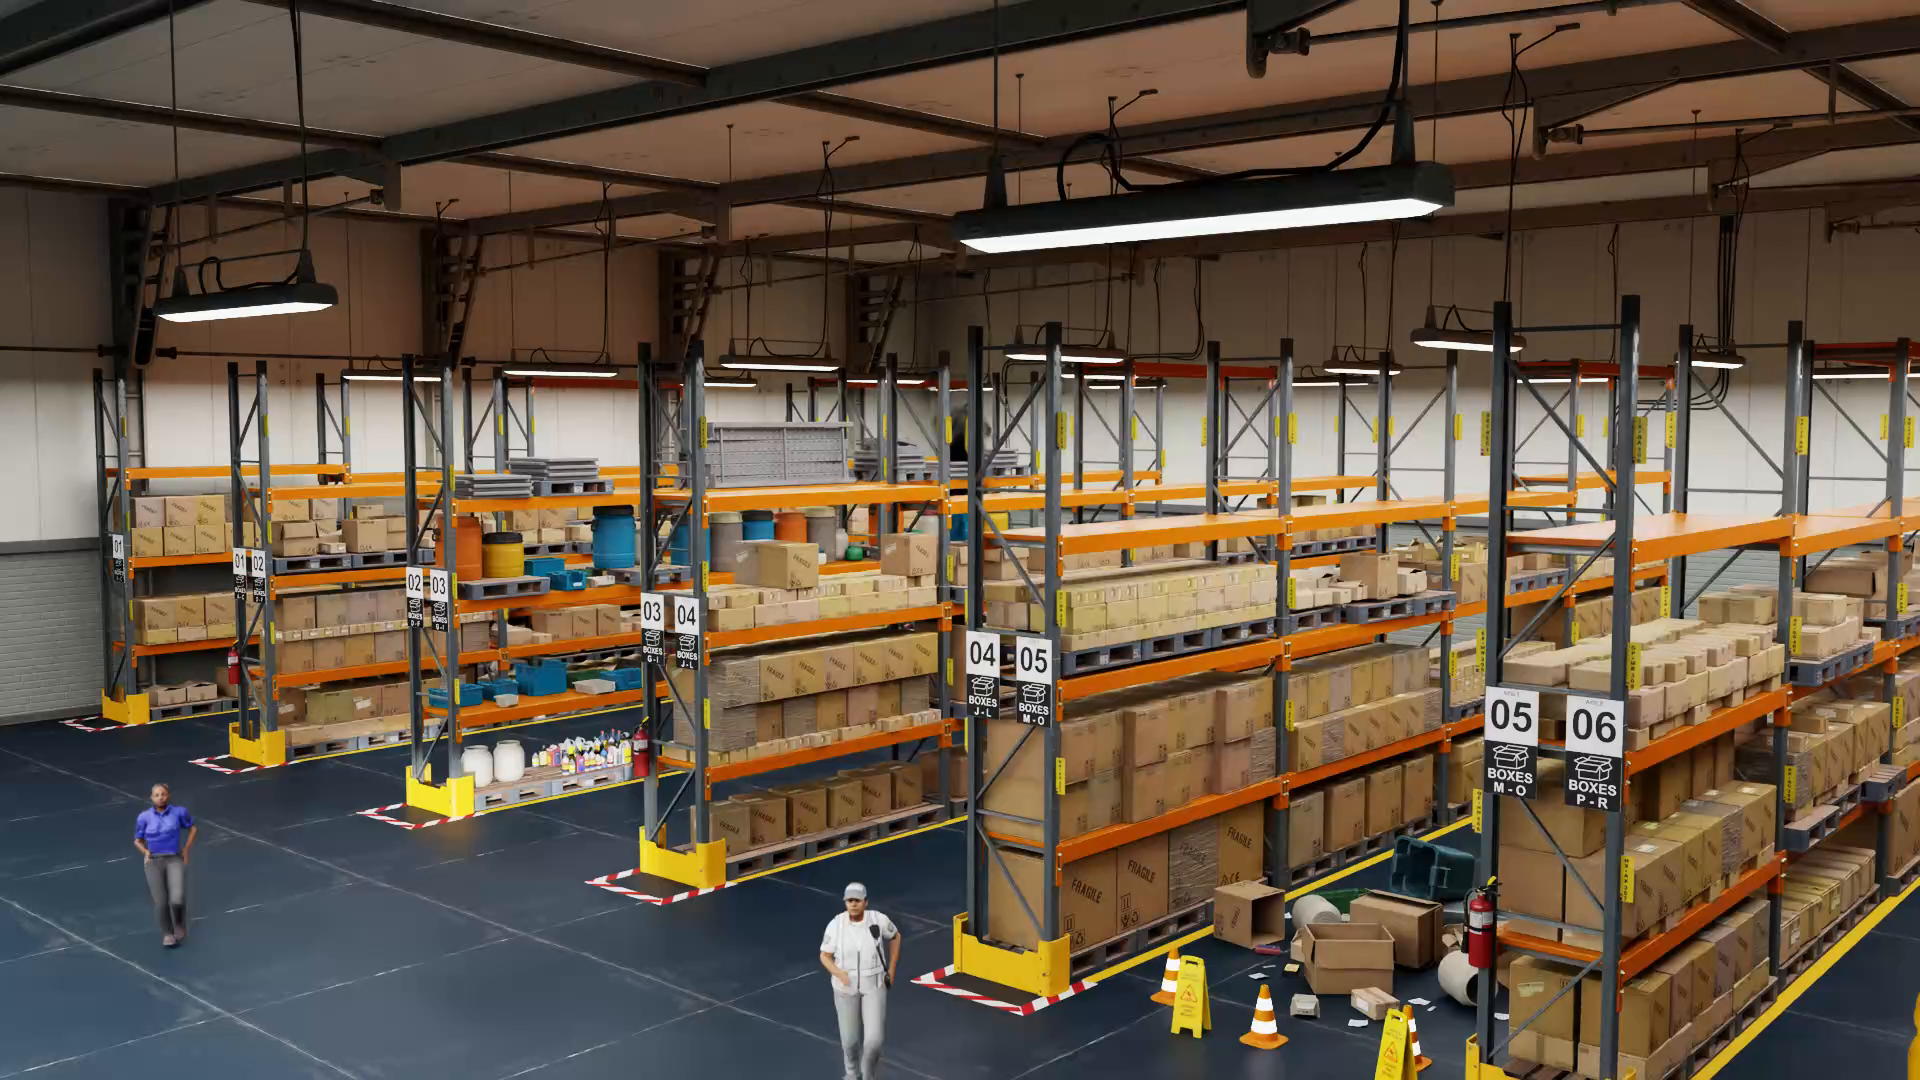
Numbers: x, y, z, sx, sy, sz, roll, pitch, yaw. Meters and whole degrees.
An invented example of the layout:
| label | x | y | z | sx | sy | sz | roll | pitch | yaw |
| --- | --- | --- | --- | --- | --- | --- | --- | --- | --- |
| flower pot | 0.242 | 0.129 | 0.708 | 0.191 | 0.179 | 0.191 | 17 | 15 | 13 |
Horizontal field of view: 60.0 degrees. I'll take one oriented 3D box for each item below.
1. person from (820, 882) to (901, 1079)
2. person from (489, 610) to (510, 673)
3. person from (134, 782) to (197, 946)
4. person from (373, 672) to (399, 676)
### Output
| label | x | y | z | sx | sy | sz | roll | pitch | yaw |
| --- | --- | --- | --- | --- | --- | --- | --- | --- | --- |
| person | -0.759 | 3.422 | 12.620 | 0.605 | 1.666 | 0.646 | 0 | 4 | 1 |
| person | -8.545 | 2.087 | 30.737 | 0.539 | 1.618 | 0.541 | 3 | 5 | 39 |
| person | -7.712 | 3.162 | 16.147 | 0.548 | 1.612 | 0.563 | -2 | 5 | -22 |
| person | -9.801 | 2.266 | 28.313 | 0.658 | 1.613 | 0.537 | 4 | 6 | 42 |
